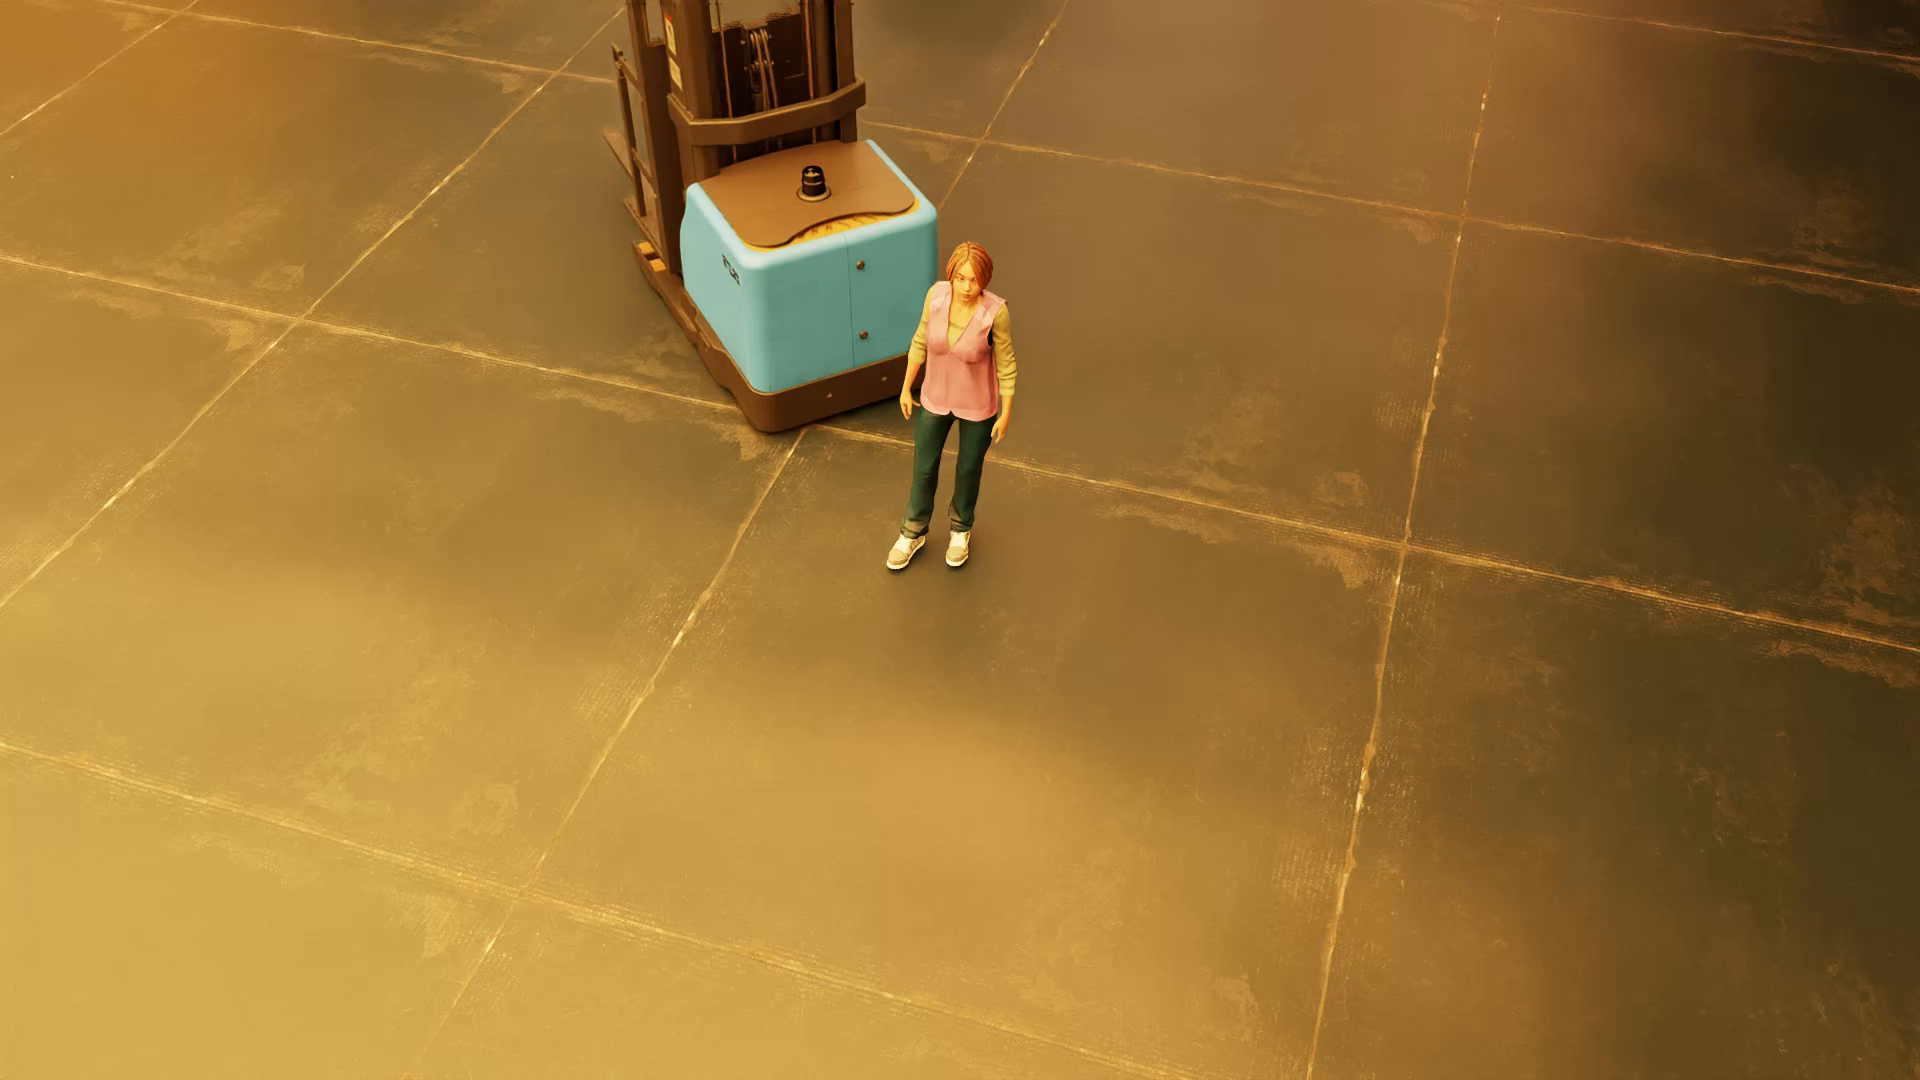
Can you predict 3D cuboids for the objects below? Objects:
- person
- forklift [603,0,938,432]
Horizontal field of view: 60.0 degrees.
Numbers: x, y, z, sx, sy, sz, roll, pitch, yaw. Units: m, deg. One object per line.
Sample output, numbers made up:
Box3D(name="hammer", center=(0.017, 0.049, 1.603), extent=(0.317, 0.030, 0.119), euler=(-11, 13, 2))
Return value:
Box3D(name="person", center=(-0.036, -0.545, 7.243), extent=(0.519, 1.598, 0.475), euler=(12, 44, 13))
Box3D(name="forklift", center=(-1.209, -2.615, 8.499), extent=(1.130, 2.935, 3.031), euler=(-19, 46, -19))
